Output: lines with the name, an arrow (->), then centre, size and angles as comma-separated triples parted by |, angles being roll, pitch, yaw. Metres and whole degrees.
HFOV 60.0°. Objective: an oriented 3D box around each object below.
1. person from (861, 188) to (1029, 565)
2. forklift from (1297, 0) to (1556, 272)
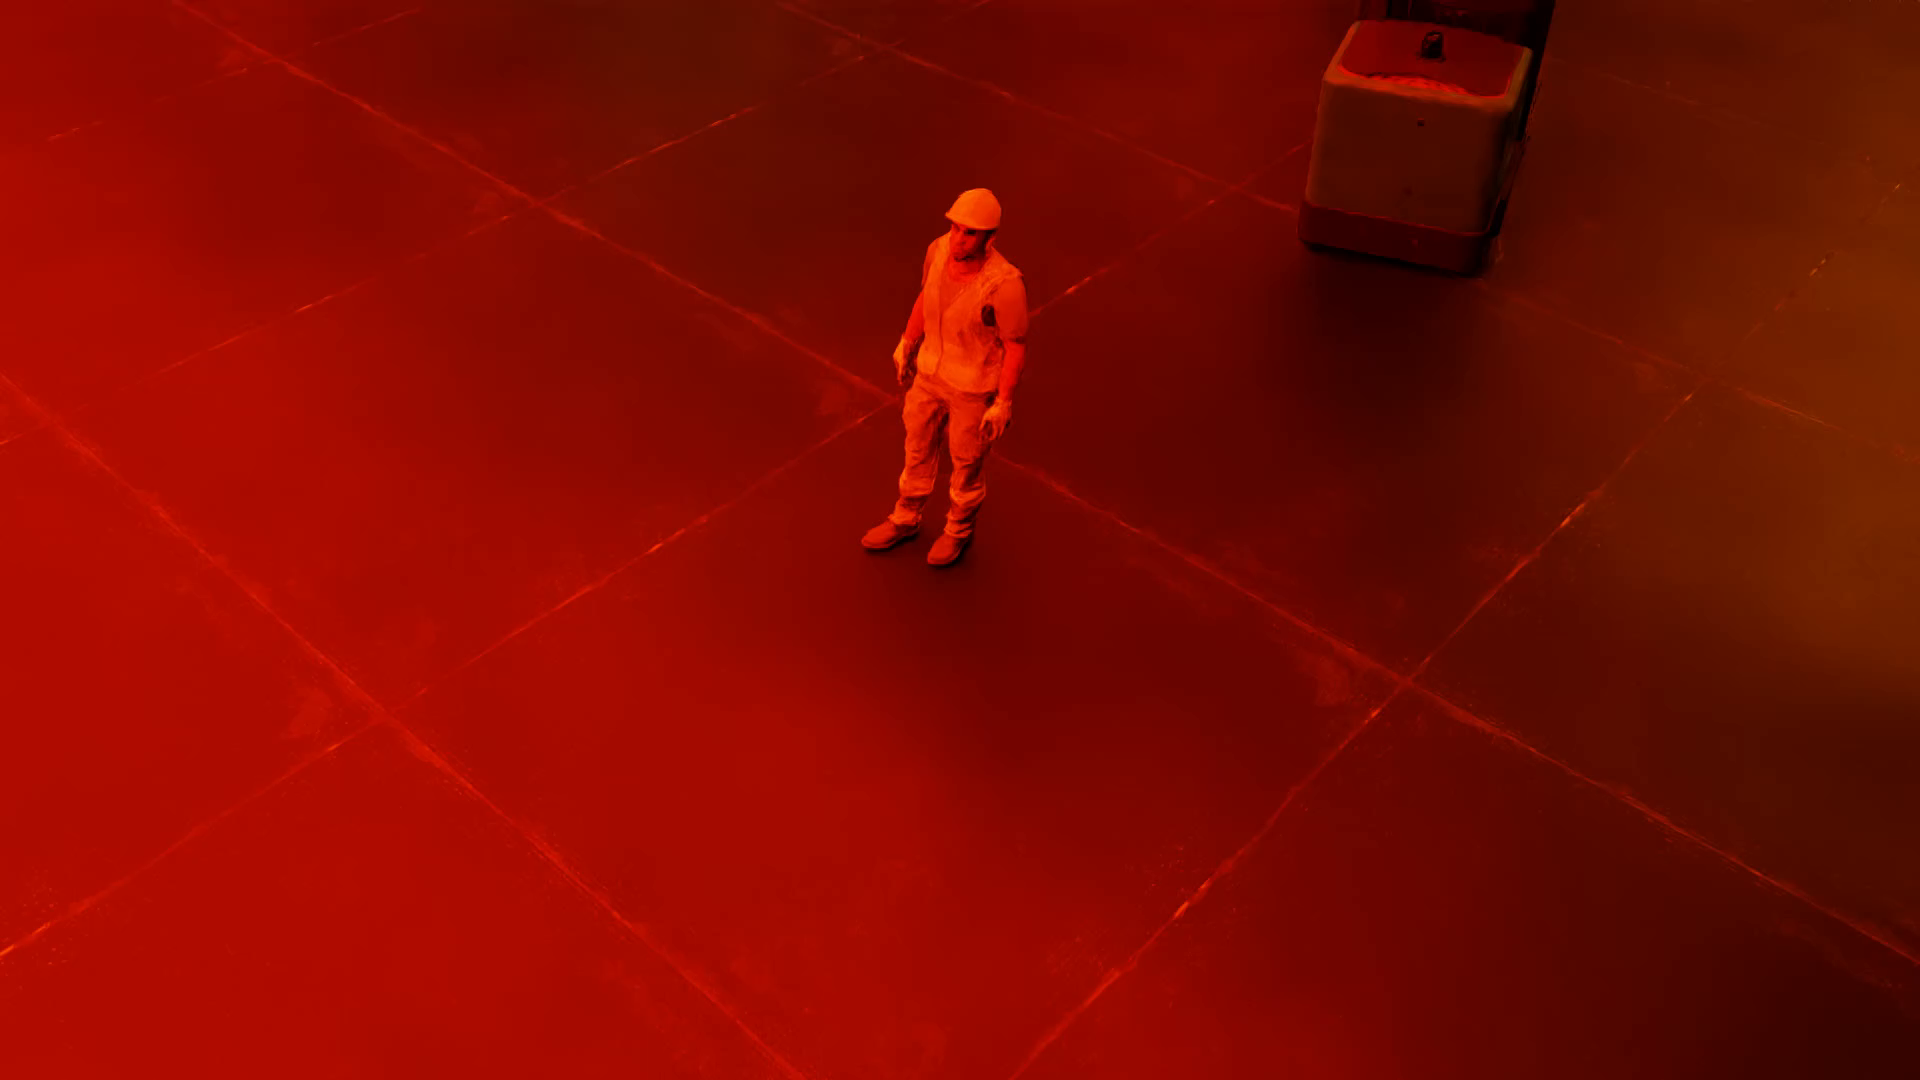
person -> -0.062, -0.651, 7.053 | 0.637, 1.787, 0.563 | 31, 49, 31
forklift -> 2.986, -3.578, 9.599 | 1.130, 2.935, 3.031 | 15, 43, 17
